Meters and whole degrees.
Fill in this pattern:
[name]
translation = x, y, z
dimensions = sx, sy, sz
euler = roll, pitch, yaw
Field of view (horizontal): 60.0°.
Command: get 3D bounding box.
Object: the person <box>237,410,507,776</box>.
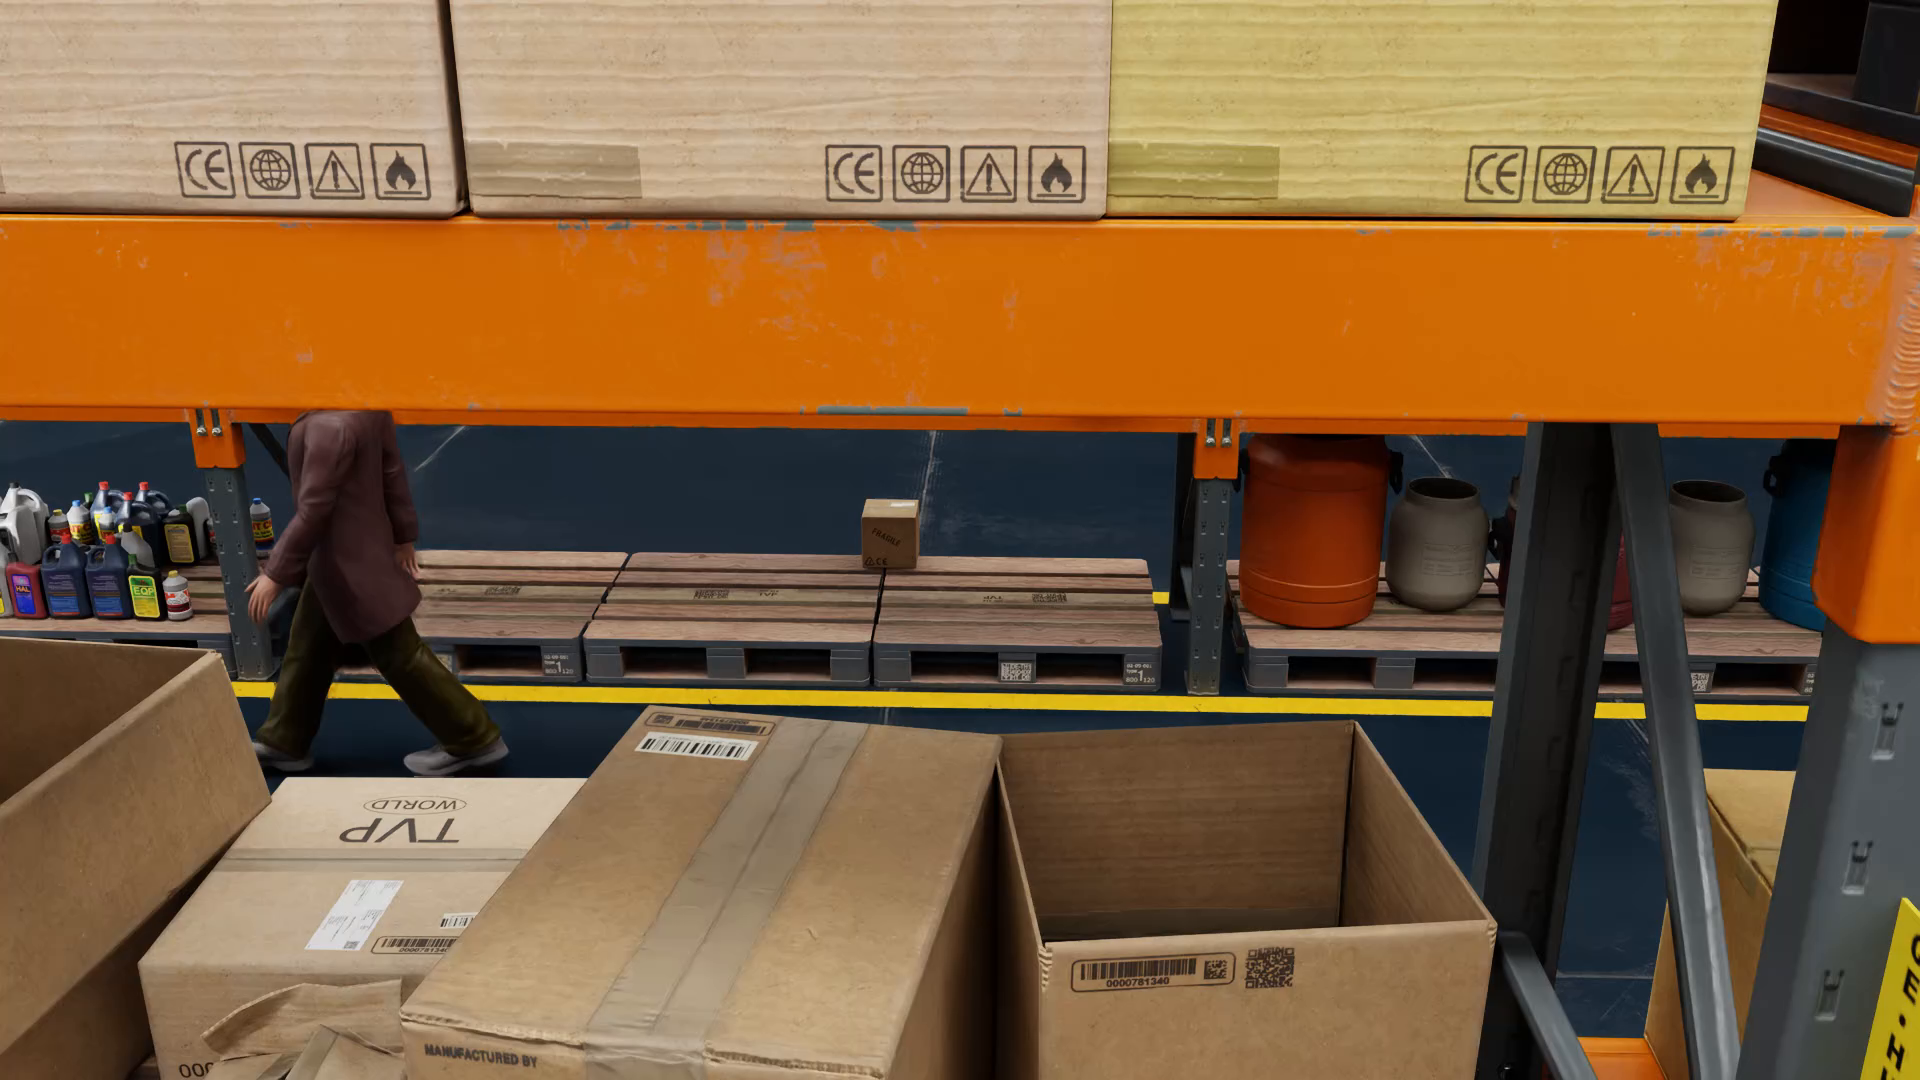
[person]
translation = -2.251, 0.074, 5.897
dimensions = 1.112, 1.727, 0.616
euler = -4, 21, -9
